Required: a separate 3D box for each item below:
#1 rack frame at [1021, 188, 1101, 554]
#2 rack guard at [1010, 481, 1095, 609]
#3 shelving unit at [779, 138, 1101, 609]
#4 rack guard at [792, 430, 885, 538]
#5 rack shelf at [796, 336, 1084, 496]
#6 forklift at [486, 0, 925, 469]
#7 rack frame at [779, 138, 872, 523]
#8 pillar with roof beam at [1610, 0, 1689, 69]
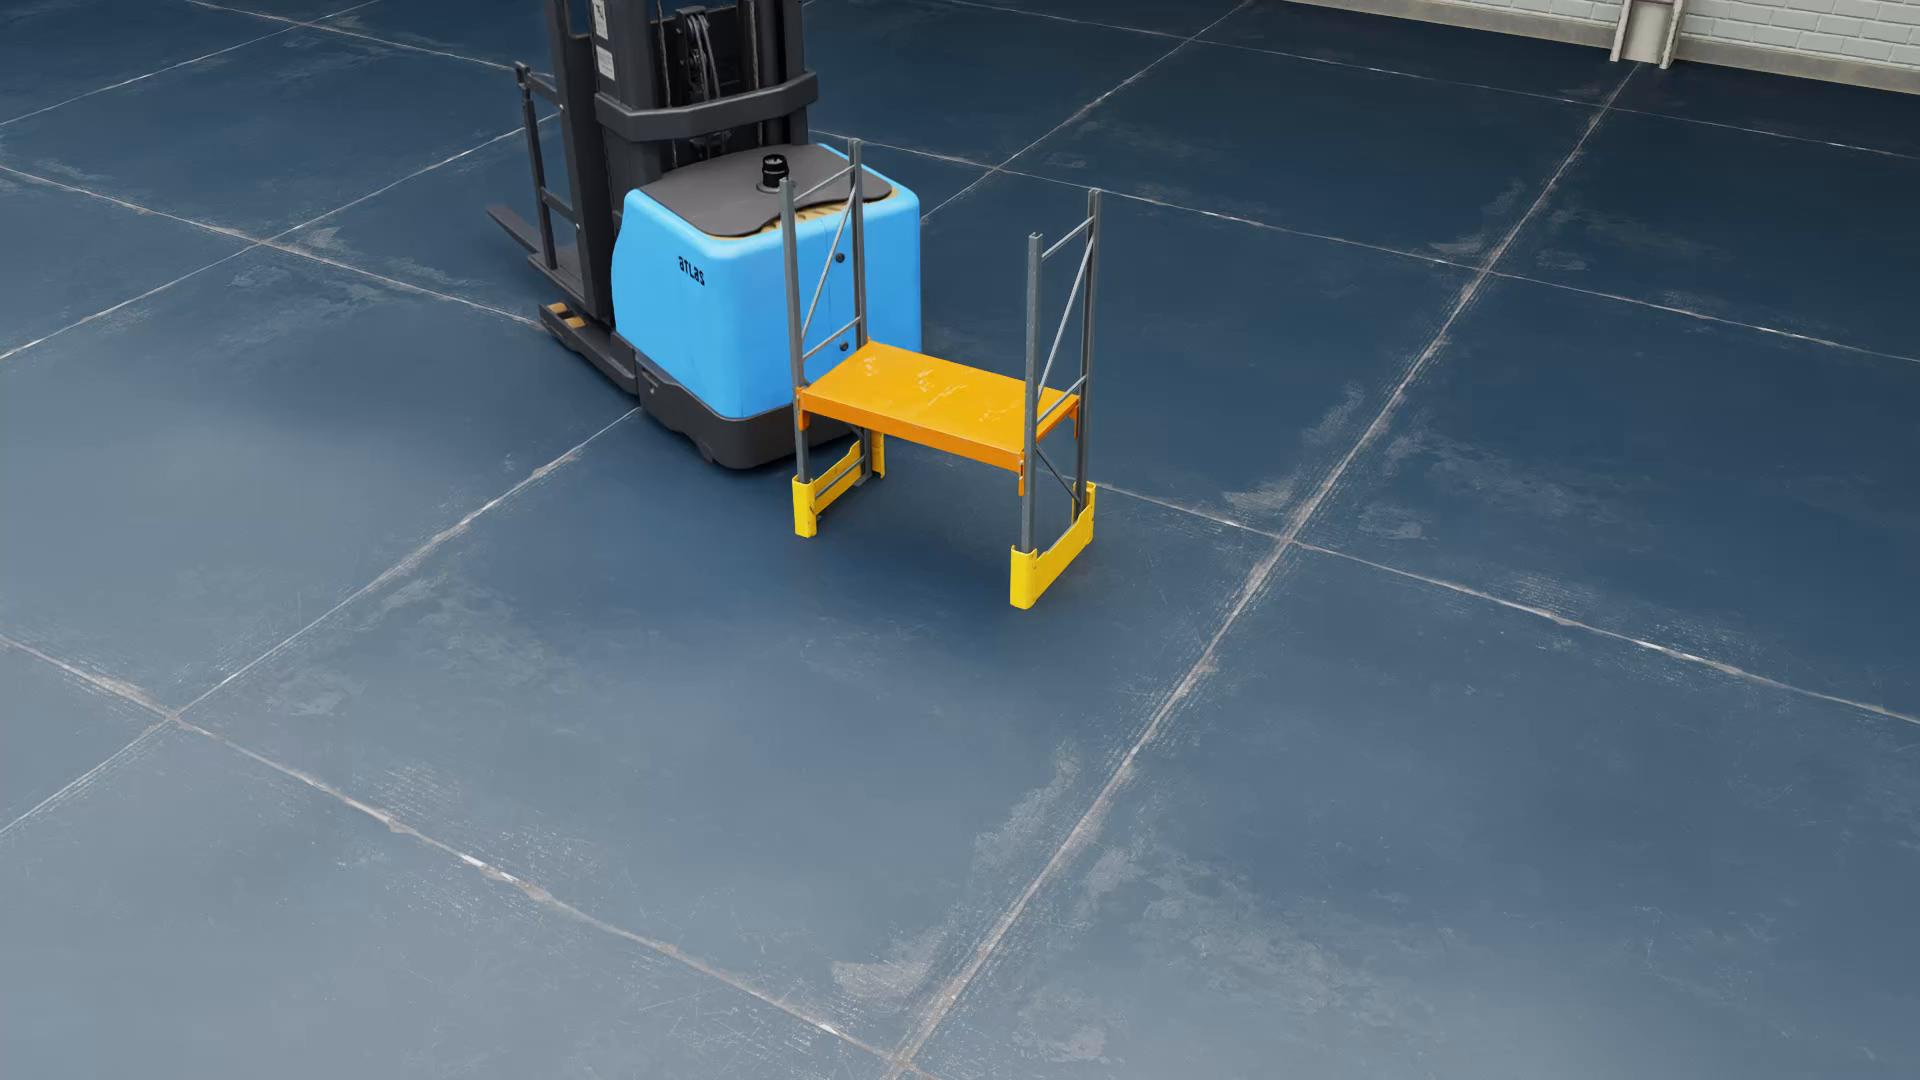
[{"bbox_3d":[0.367,-0.508,6.160,0.032,1.500,0.500,18,37,24],"label":"rack frame"},{"bbox_3d":[0.366,0.012,6.507,0.087,0.250,0.587,18,37,24],"label":"rack guard"},{"bbox_3d":[-0.066,-0.645,6.366,1.083,1.500,0.587,18,37,24],"label":"shelving unit"},{"bbox_3d":[-0.499,-0.262,6.918,0.087,0.250,0.587,18,37,24],"label":"rack guard"},{"bbox_3d":[-0.074,-0.498,6.469,1.000,0.185,0.538,18,37,24],"label":"rack shelf"},{"bbox_3d":[-1.429,-2.287,7.540,1.130,2.935,3.031,-22,39,-29],"label":"forklift"},{"bbox_3d":[-0.515,-0.788,6.579,0.032,1.500,0.500,18,37,24],"label":"rack frame"},{"bbox_3d":[2.765,-5.130,6.335,0.400,9.000,9.100,18,37,24],"label":"pillar with roof beam"}]
